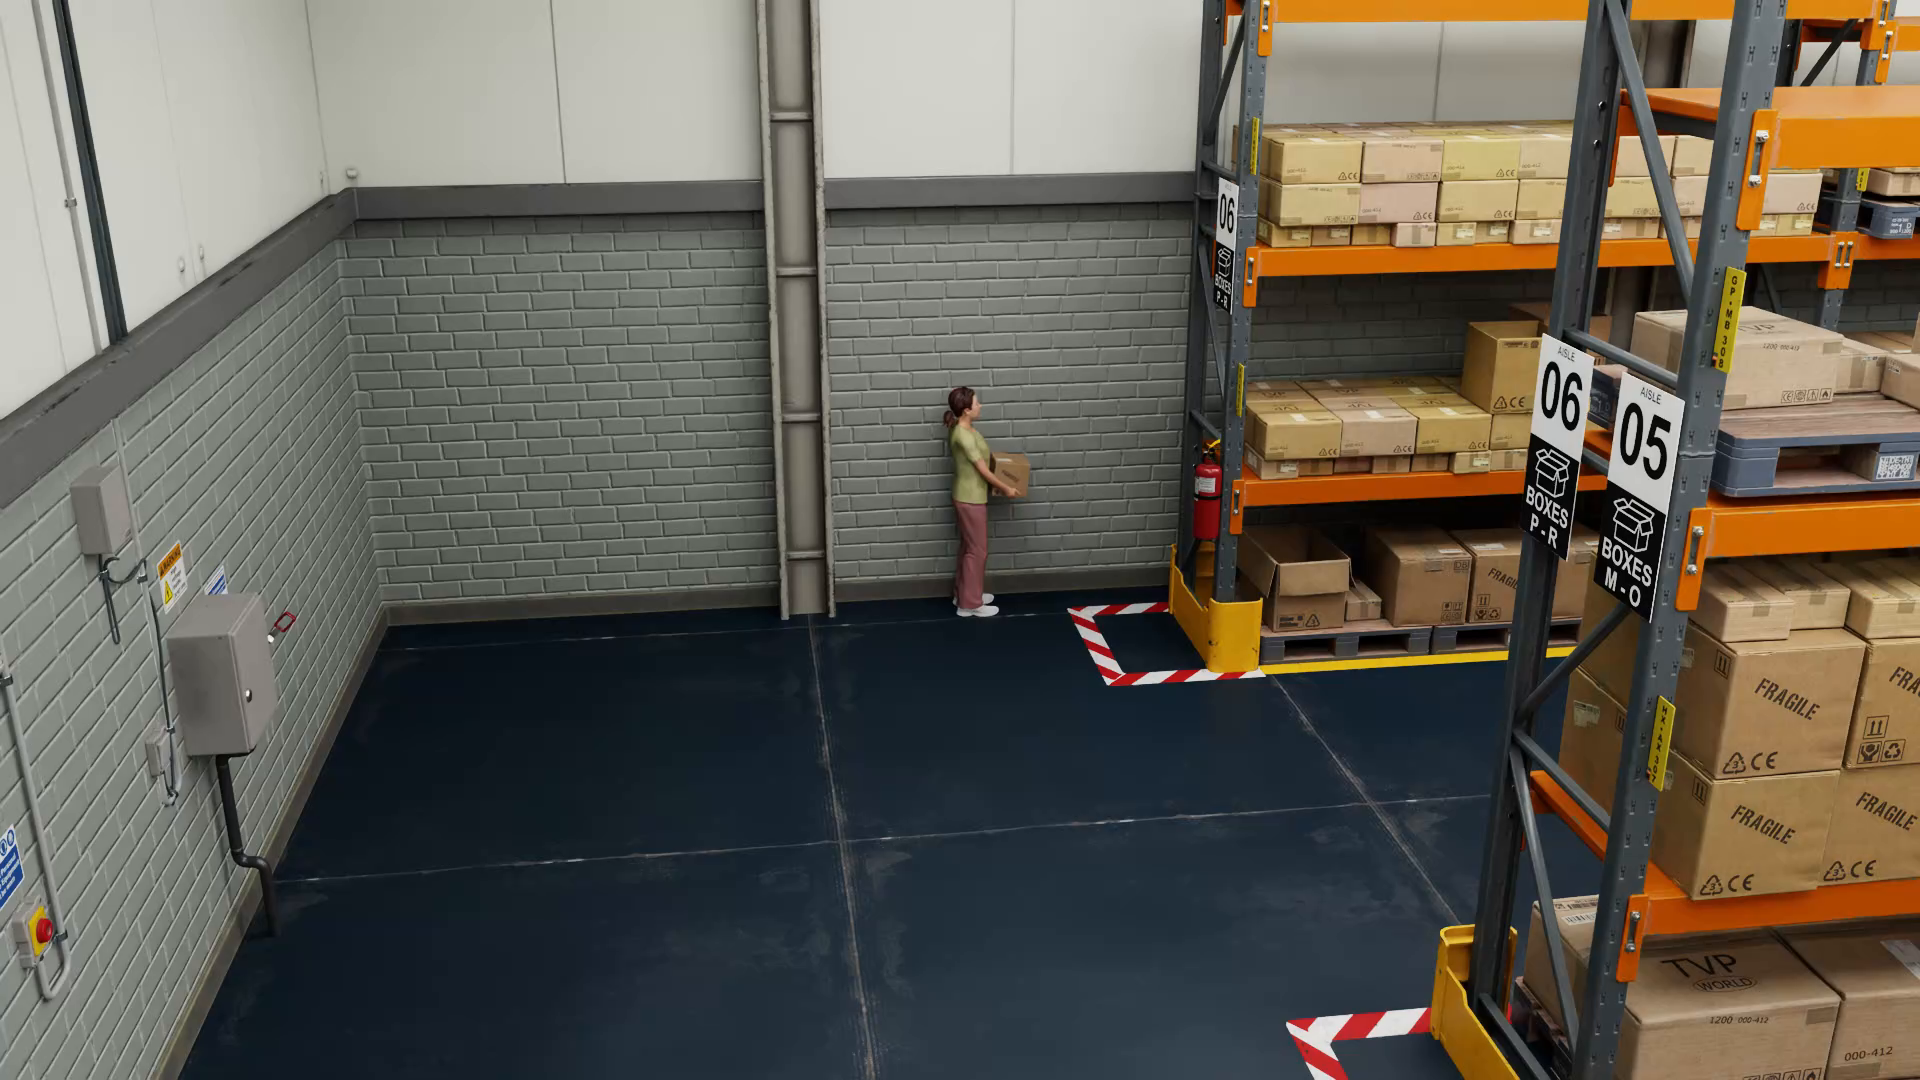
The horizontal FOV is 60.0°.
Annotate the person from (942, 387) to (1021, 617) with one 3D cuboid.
[{"bbox_3d":[0.144,-0.282,11.867,0.547,1.666,0.426,-3,20,-7],"label":"person"}]
